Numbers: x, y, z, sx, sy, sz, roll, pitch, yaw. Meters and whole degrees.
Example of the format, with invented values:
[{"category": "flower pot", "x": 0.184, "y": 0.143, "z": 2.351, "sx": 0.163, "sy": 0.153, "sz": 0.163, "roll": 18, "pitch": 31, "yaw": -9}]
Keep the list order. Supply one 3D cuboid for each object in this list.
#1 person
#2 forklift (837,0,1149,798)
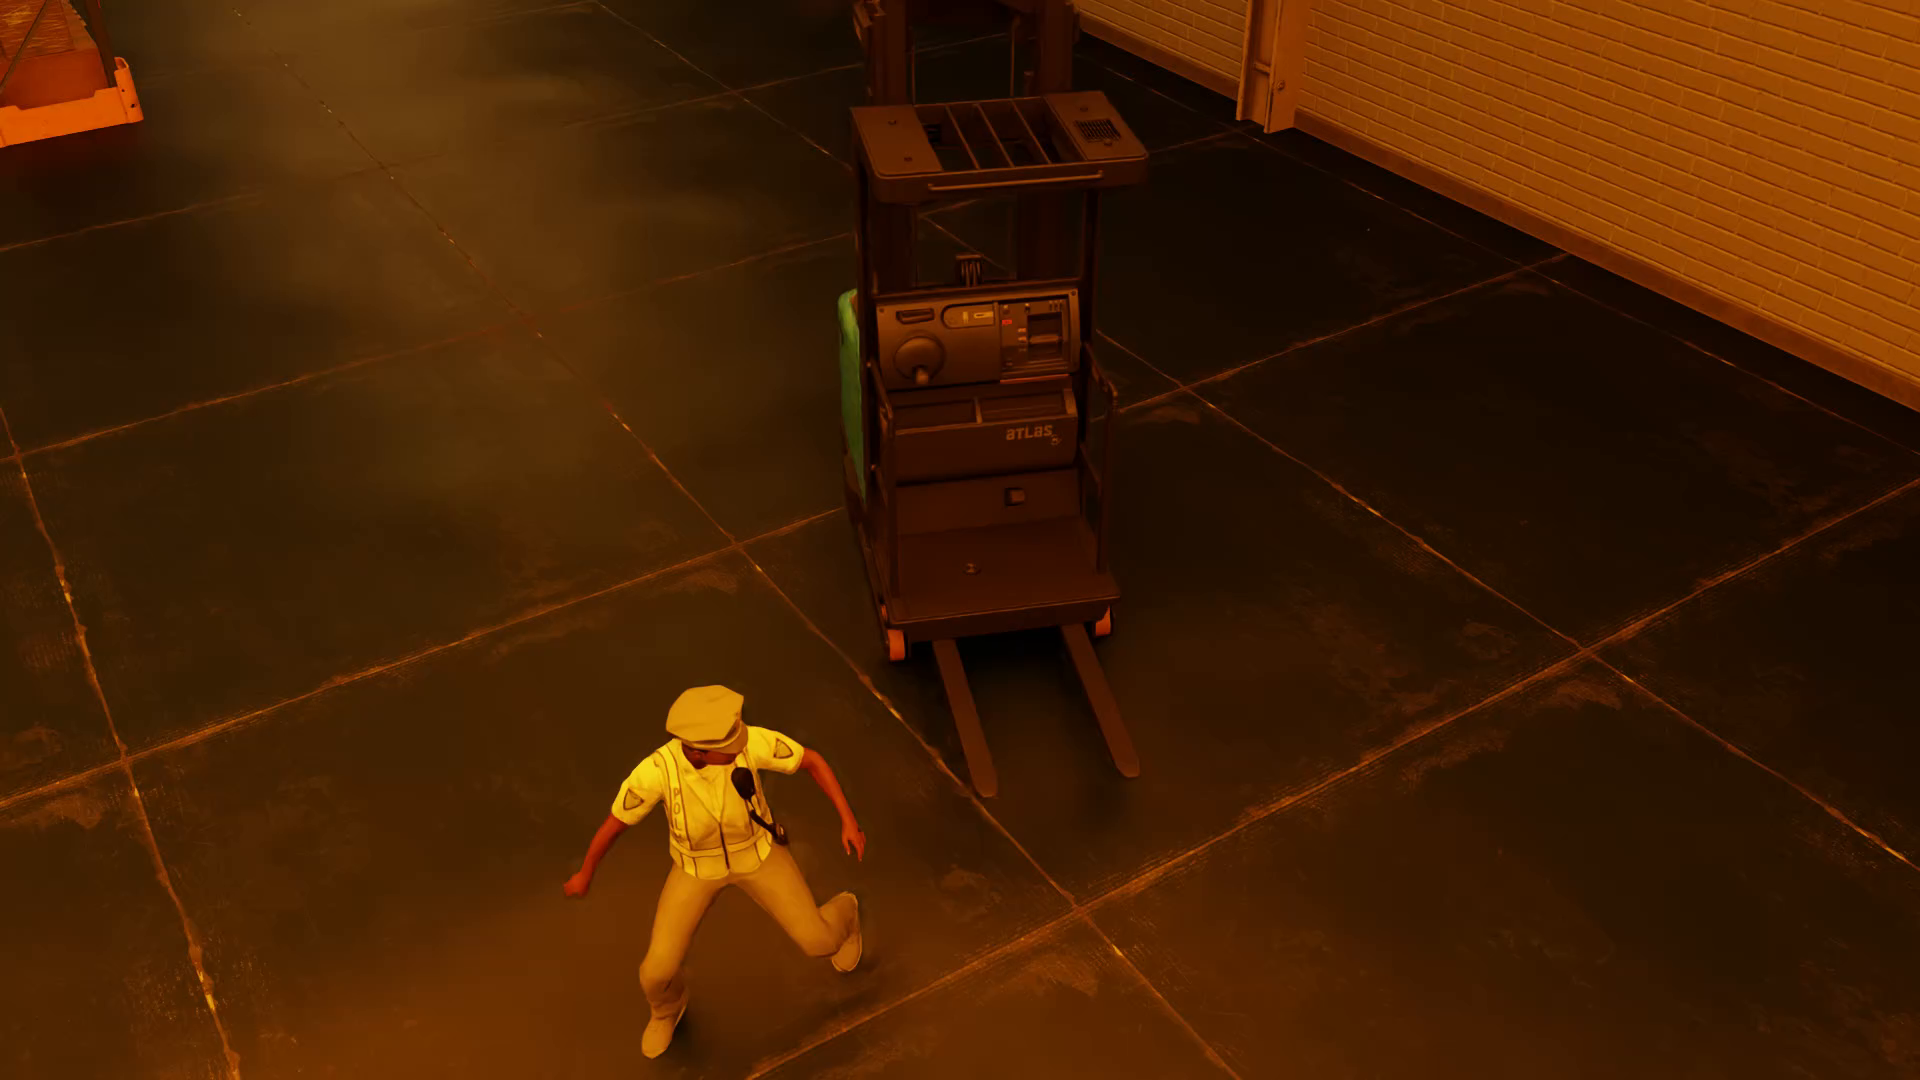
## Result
[{"category": "person", "x": -0.856, "y": 1.139, "z": 5.806, "sx": 1.056, "sy": 1.546, "sz": 0.469, "roll": -6, "pitch": 36, "yaw": -9}, {"category": "forklift", "x": 0.130, "y": -0.854, "z": 7.362, "sx": 1.130, "sy": 2.935, "sz": 3.031, "roll": -6, "pitch": 36, "yaw": -9}]
